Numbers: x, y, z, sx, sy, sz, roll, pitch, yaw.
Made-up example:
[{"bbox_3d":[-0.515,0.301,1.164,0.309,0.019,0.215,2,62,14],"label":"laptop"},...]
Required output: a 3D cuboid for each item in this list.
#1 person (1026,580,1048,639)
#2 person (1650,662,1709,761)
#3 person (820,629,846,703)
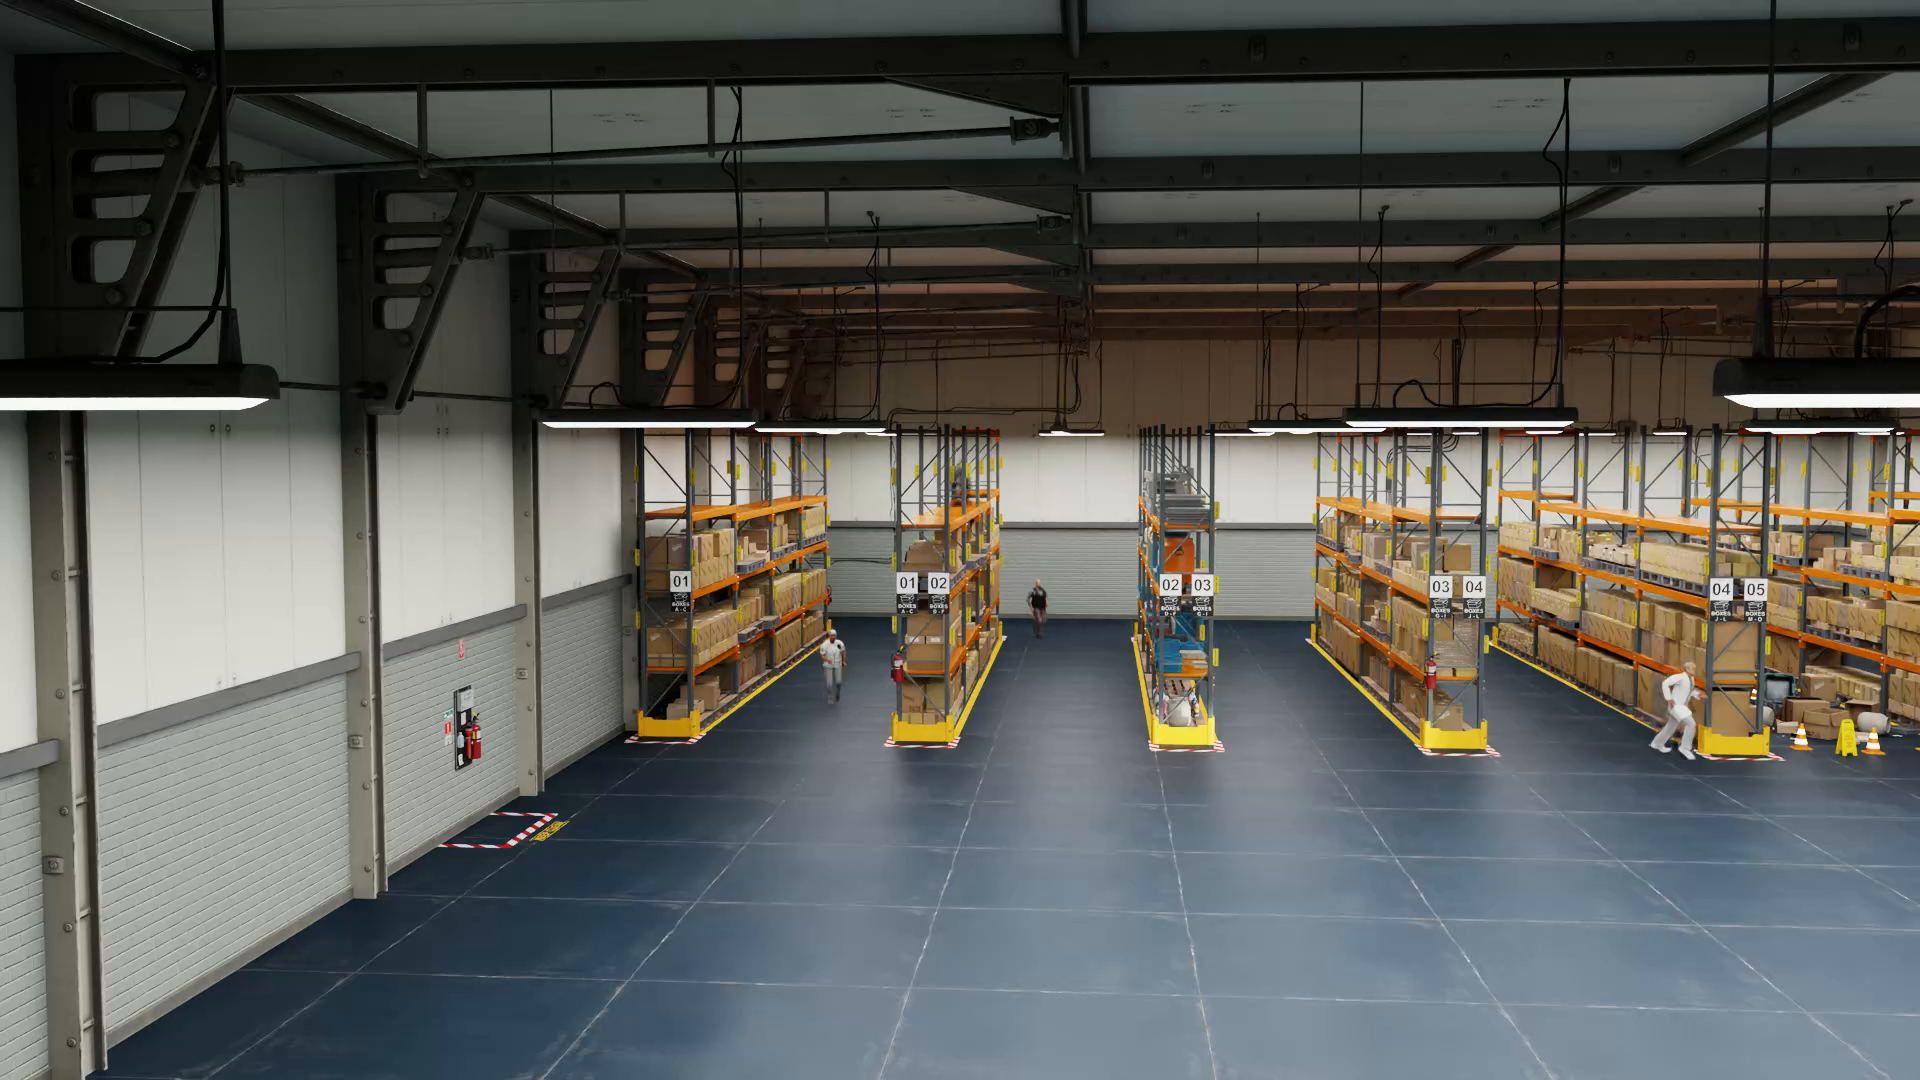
[{"bbox_3d":[2.248,1.983,47.872,0.692,1.698,0.586,-2,4,-30],"label":"person"},{"bbox_3d":[12.891,3.051,29.892,0.724,1.777,0.985,-3,5,-43],"label":"person"},{"bbox_3d":[-2.723,2.730,35.762,0.568,1.620,0.667,-1,4,-10],"label":"person"}]
